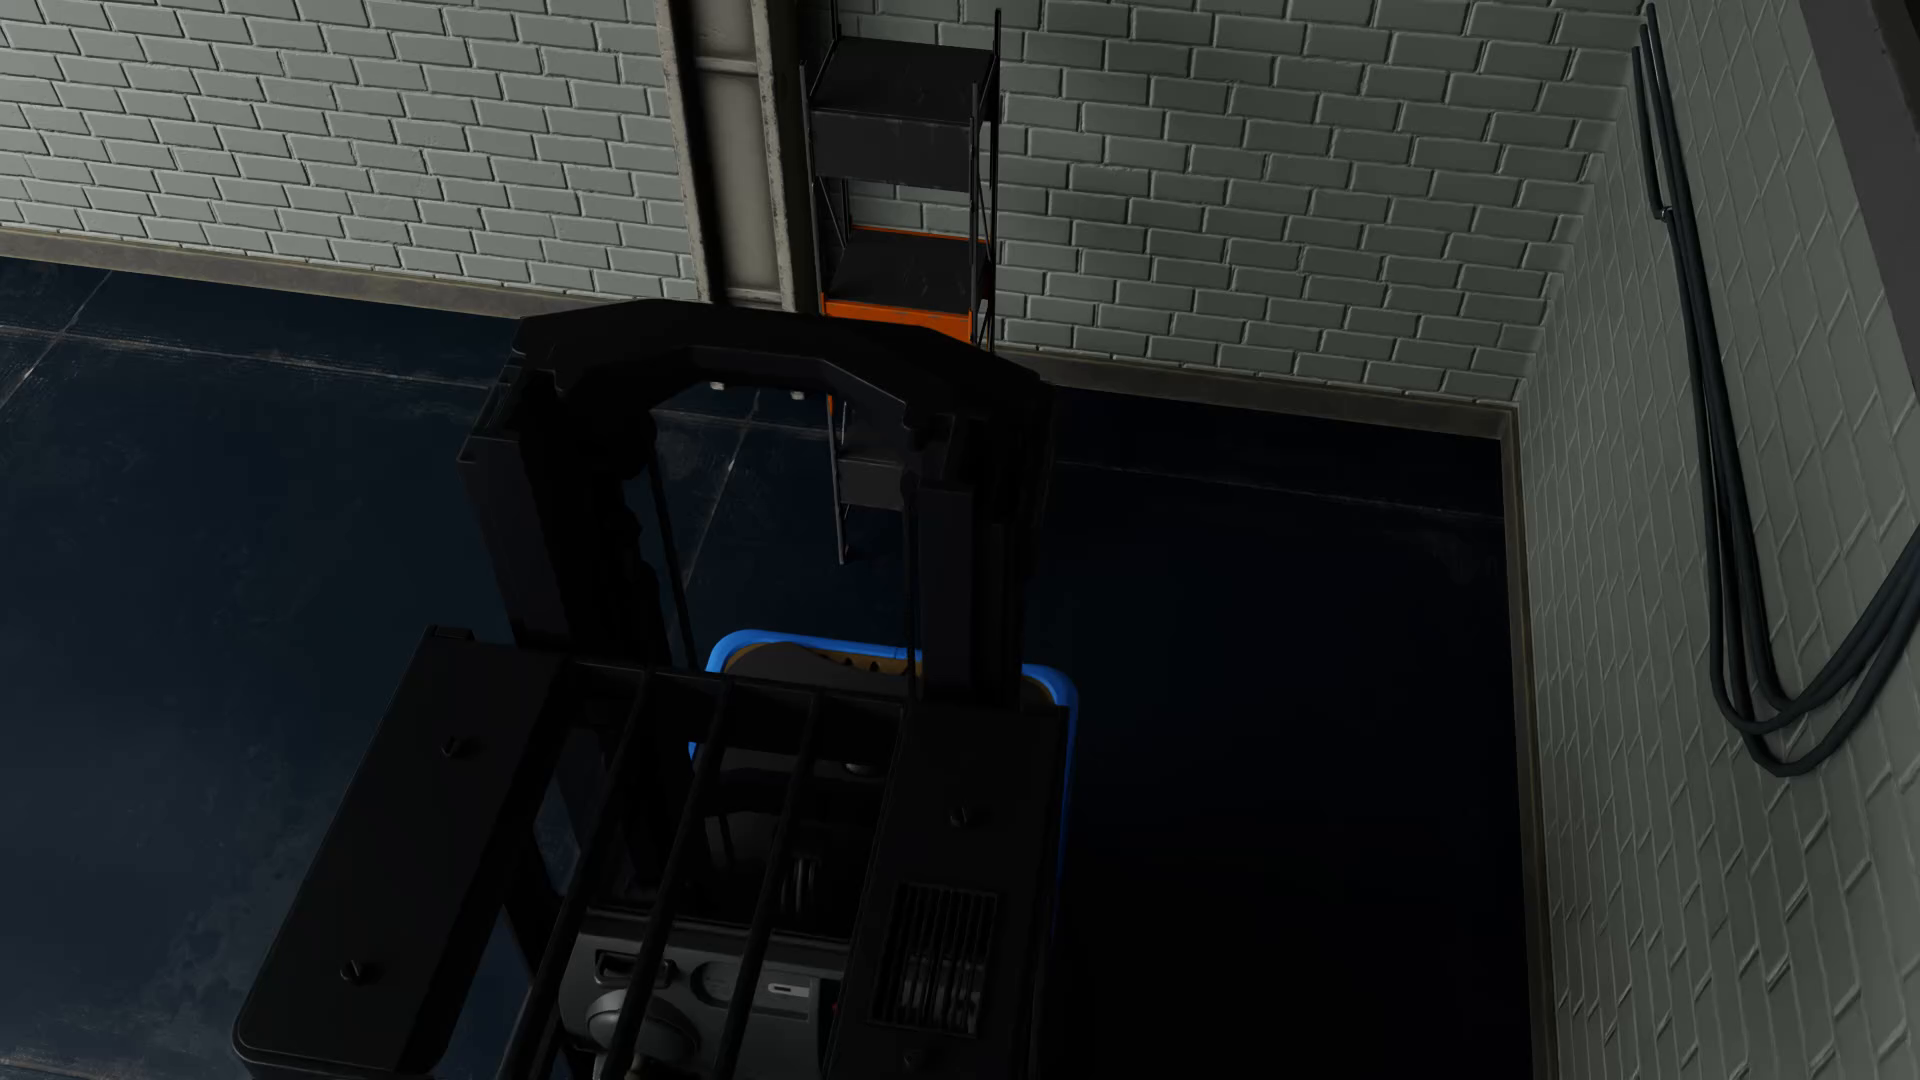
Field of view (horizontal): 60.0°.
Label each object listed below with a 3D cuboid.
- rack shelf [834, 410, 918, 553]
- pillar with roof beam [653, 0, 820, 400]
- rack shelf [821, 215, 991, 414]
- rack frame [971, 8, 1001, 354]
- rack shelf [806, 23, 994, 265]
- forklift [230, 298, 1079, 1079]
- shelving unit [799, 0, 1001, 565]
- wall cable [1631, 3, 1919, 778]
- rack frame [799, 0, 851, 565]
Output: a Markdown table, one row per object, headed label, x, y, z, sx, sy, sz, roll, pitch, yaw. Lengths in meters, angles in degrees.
| label | x | y | z | sx | sy | sz | roll | pitch | yaw |
| --- | --- | --- | --- | --- | --- | --- | --- | --- | --- |
| rack shelf | -0.163 | -0.247 | 6.019 | 0.480 | 0.518 | 0.431 | 8 | 49 | 7 |
| pillar with roof beam | -1.563 | -0.562 | 0.706 | 0.400 | 9.000 | 9.100 | 8 | 49 | 7 |
| rack shelf | -0.163 | -0.715 | 5.499 | 0.480 | 0.518 | 0.431 | 8 | 49 | 7 |
| rack frame | 0.077 | -0.691 | 5.460 | 0.015 | 2.100 | 0.400 | 8 | 49 | 7 |
| rack shelf | -0.163 | -1.182 | 4.978 | 0.480 | 0.518 | 0.431 | 8 | 49 | 7 |
| forklift | -0.406 | 1.115 | 3.278 | 1.130 | 2.935 | 3.031 | 7 | 48 | 6 |
| shelving unit | -0.163 | -0.724 | 5.489 | 0.503 | 2.100 | 0.431 | 8 | 49 | 7 |
| wall cable | 1.867 | -1.318 | 3.472 | 0.112 | 2.526 | 3.097 | 8 | 49 | 7 |
| rack frame | -0.403 | -0.756 | 5.518 | 0.015 | 2.100 | 0.400 | 8 | 49 | 7 |
